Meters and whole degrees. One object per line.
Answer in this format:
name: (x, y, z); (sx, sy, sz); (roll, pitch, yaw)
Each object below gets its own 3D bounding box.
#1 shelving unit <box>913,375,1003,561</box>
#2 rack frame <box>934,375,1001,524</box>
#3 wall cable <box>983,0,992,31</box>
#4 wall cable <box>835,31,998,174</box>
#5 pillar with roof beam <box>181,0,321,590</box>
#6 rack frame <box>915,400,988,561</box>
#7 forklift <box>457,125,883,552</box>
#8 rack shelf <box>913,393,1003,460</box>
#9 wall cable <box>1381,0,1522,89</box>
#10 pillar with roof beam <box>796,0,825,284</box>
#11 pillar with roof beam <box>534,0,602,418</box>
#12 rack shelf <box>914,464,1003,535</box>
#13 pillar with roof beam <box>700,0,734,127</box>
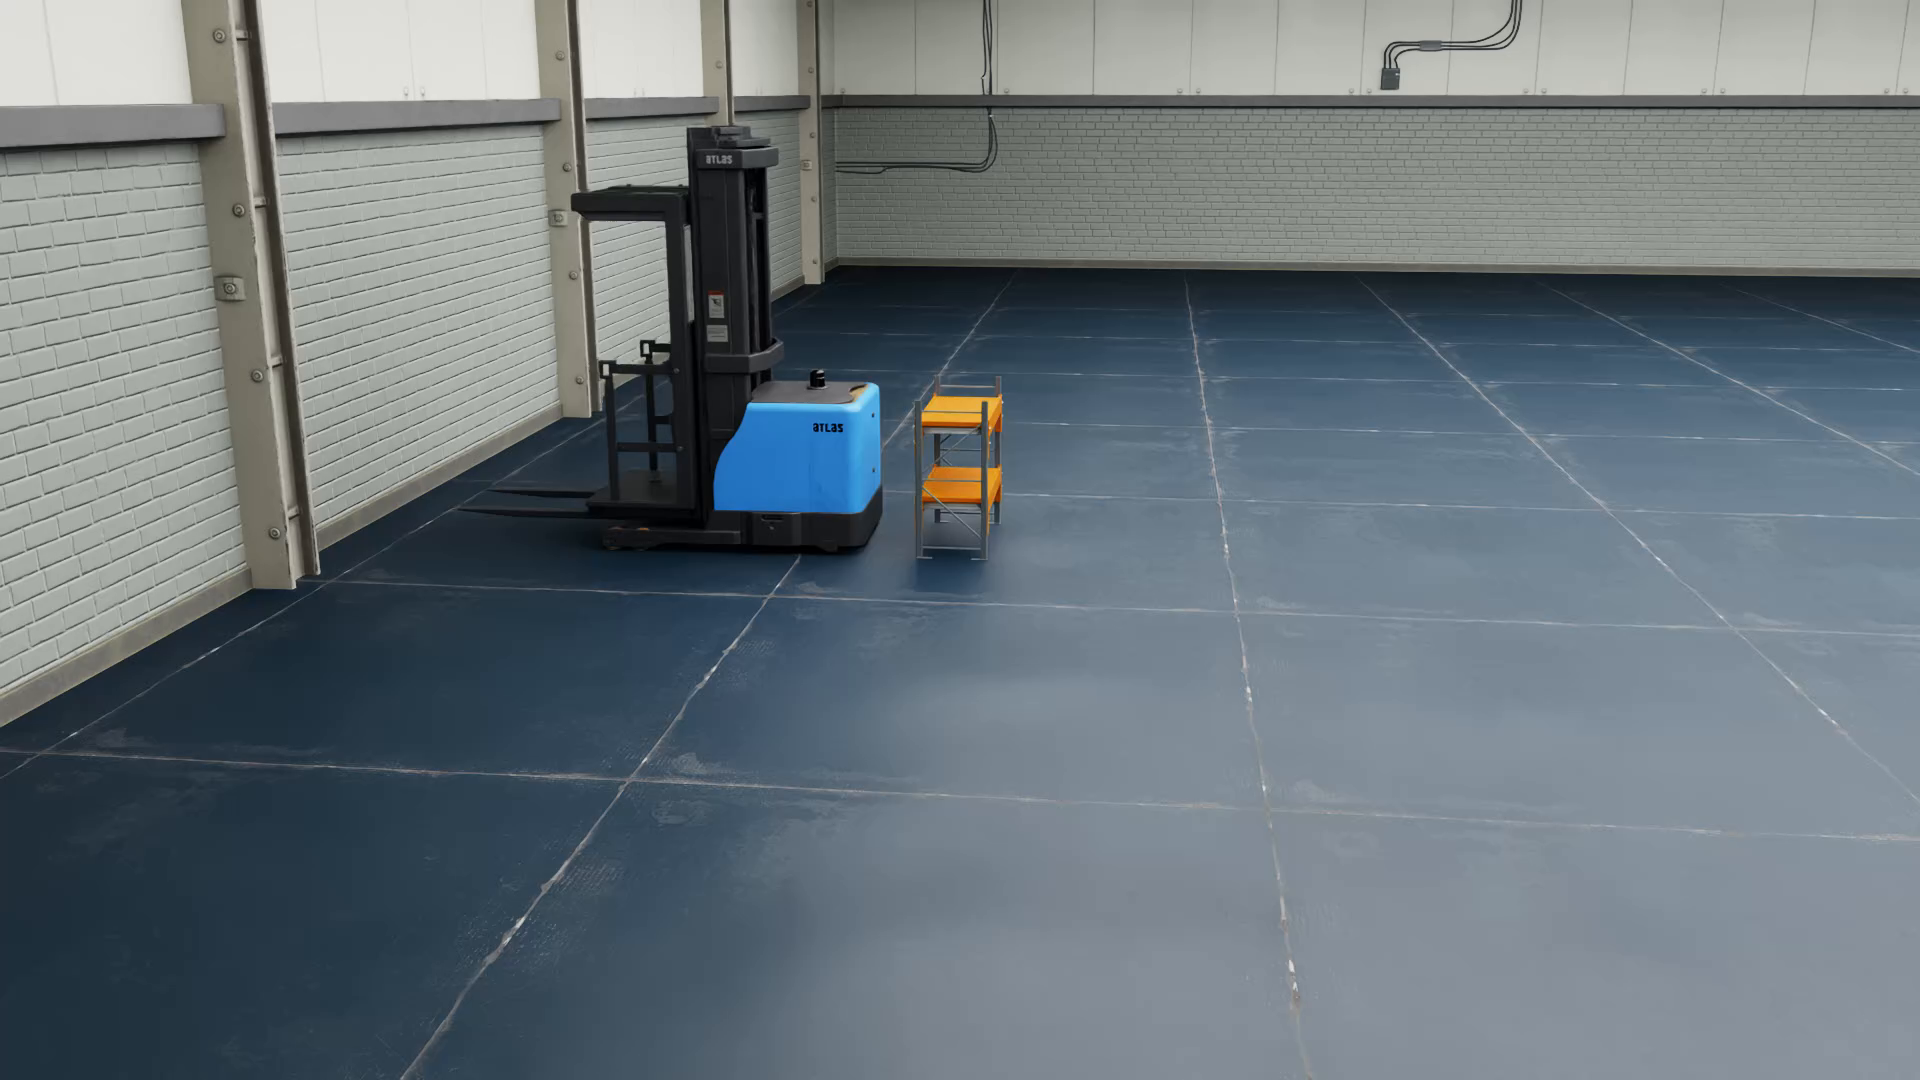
shelving unit: (-0.001, -0.541, 12.009); (0.538, 1.125, 1.048); (2, 15, 6)
rack frame: (0.057, -0.673, 12.496); (0.500, 1.125, 0.032); (2, 15, 6)
wall cable: (1.835, -10.326, 29.385); (3.097, 2.526, 0.112); (2, 15, 6)
wall cable: (-0.853, -7.968, 30.339); (3.097, 2.526, 0.112); (2, 15, 6)
pillar with roof beam: (-0.253, -3.947, 9.518); (9.100, 9.000, 0.400); (2, 15, 6)
rack frame: (-0.058, -0.409, 11.521); (0.500, 1.125, 0.032); (2, 15, 6)
forklift: (-2.136, -1.472, 11.990); (3.031, 2.935, 1.130); (2, 15, 6)
rack shelf: (-0.001, -0.824, 11.932); (0.538, 0.278, 1.000); (2, 15, 6)
wall cable: (8.578, -10.825, 28.440); (2.305, 6.003, 0.169); (2, 15, 6)
pillar with roof beam: (1.778, -8.615, 26.783); (9.100, 9.000, 0.400); (2, 15, 6)
pillar with roof beam: (0.424, -5.503, 15.273); (9.100, 9.000, 0.400); (2, 15, 6)
rack shelf: (-0.001, -0.305, 12.073); (0.538, 0.278, 1.000); (2, 15, 6)
pillar with roof beam: (1.101, -7.059, 21.028); (9.100, 9.000, 0.400); (2, 15, 6)
